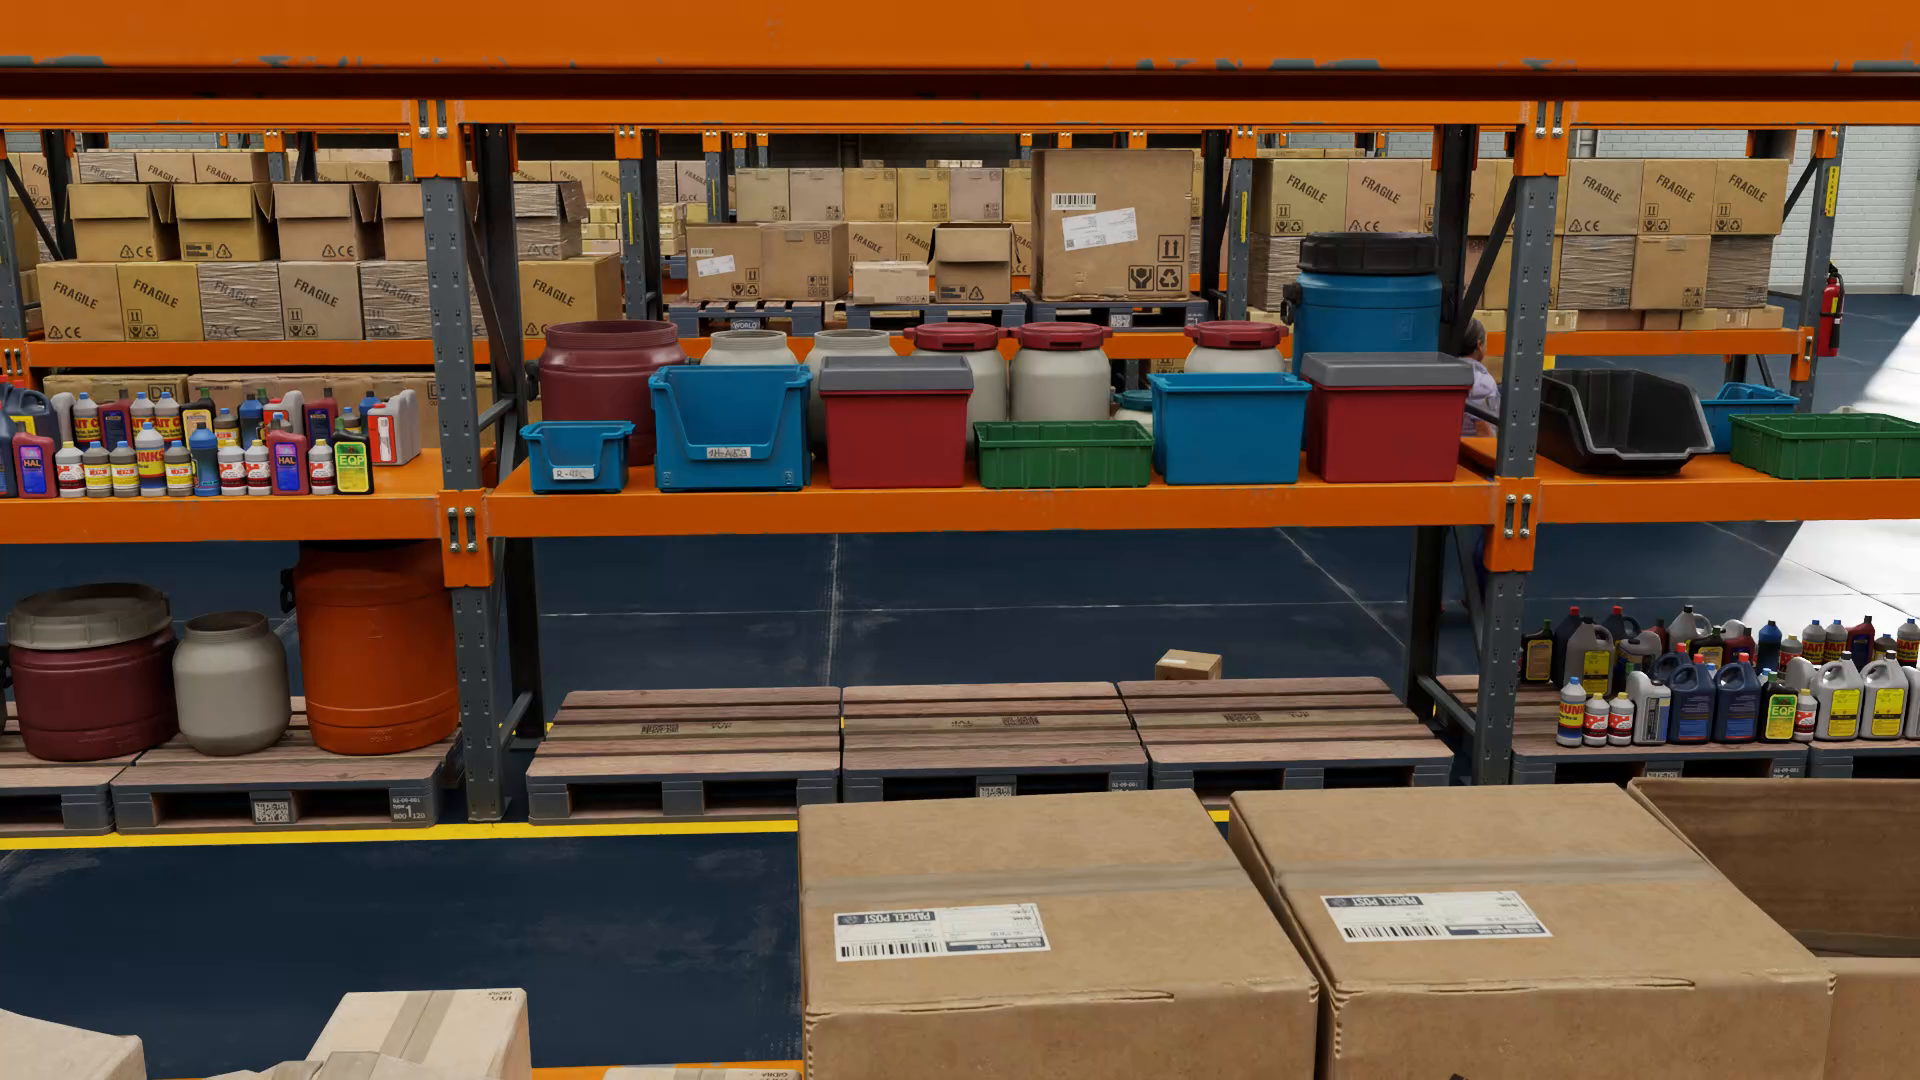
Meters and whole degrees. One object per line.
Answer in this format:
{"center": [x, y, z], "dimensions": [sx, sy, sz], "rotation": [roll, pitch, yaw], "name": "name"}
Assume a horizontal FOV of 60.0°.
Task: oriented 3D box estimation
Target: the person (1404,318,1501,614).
{"center": [2.721, -0.338, 8.999], "dimensions": [0.492, 1.716, 0.530], "rotation": [-8, 16, -30], "name": "person"}
